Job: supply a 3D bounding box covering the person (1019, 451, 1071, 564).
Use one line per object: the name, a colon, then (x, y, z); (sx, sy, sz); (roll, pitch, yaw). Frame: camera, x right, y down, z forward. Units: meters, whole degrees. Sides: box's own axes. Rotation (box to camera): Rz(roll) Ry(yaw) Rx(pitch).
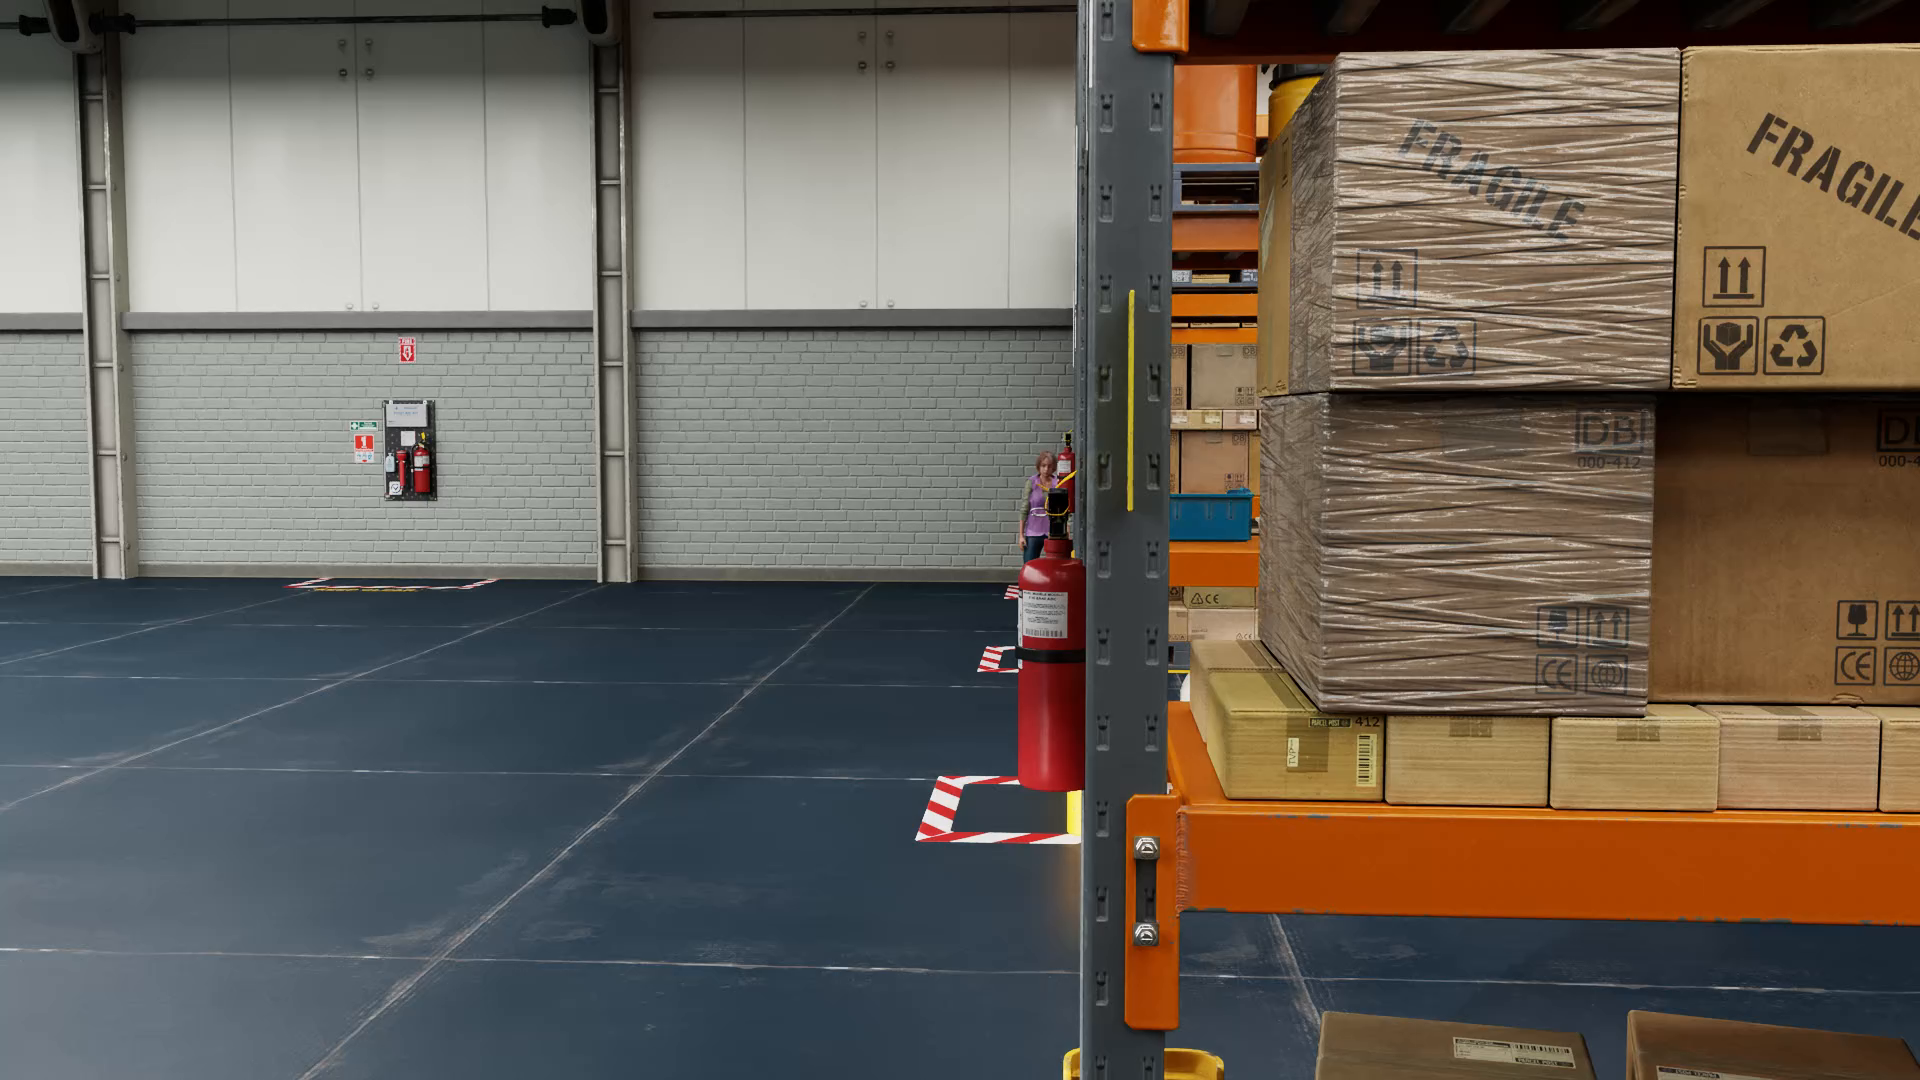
person: (0.756, -0.004, 14.917); (0.474, 1.593, 0.349); (0, 4, 2)
